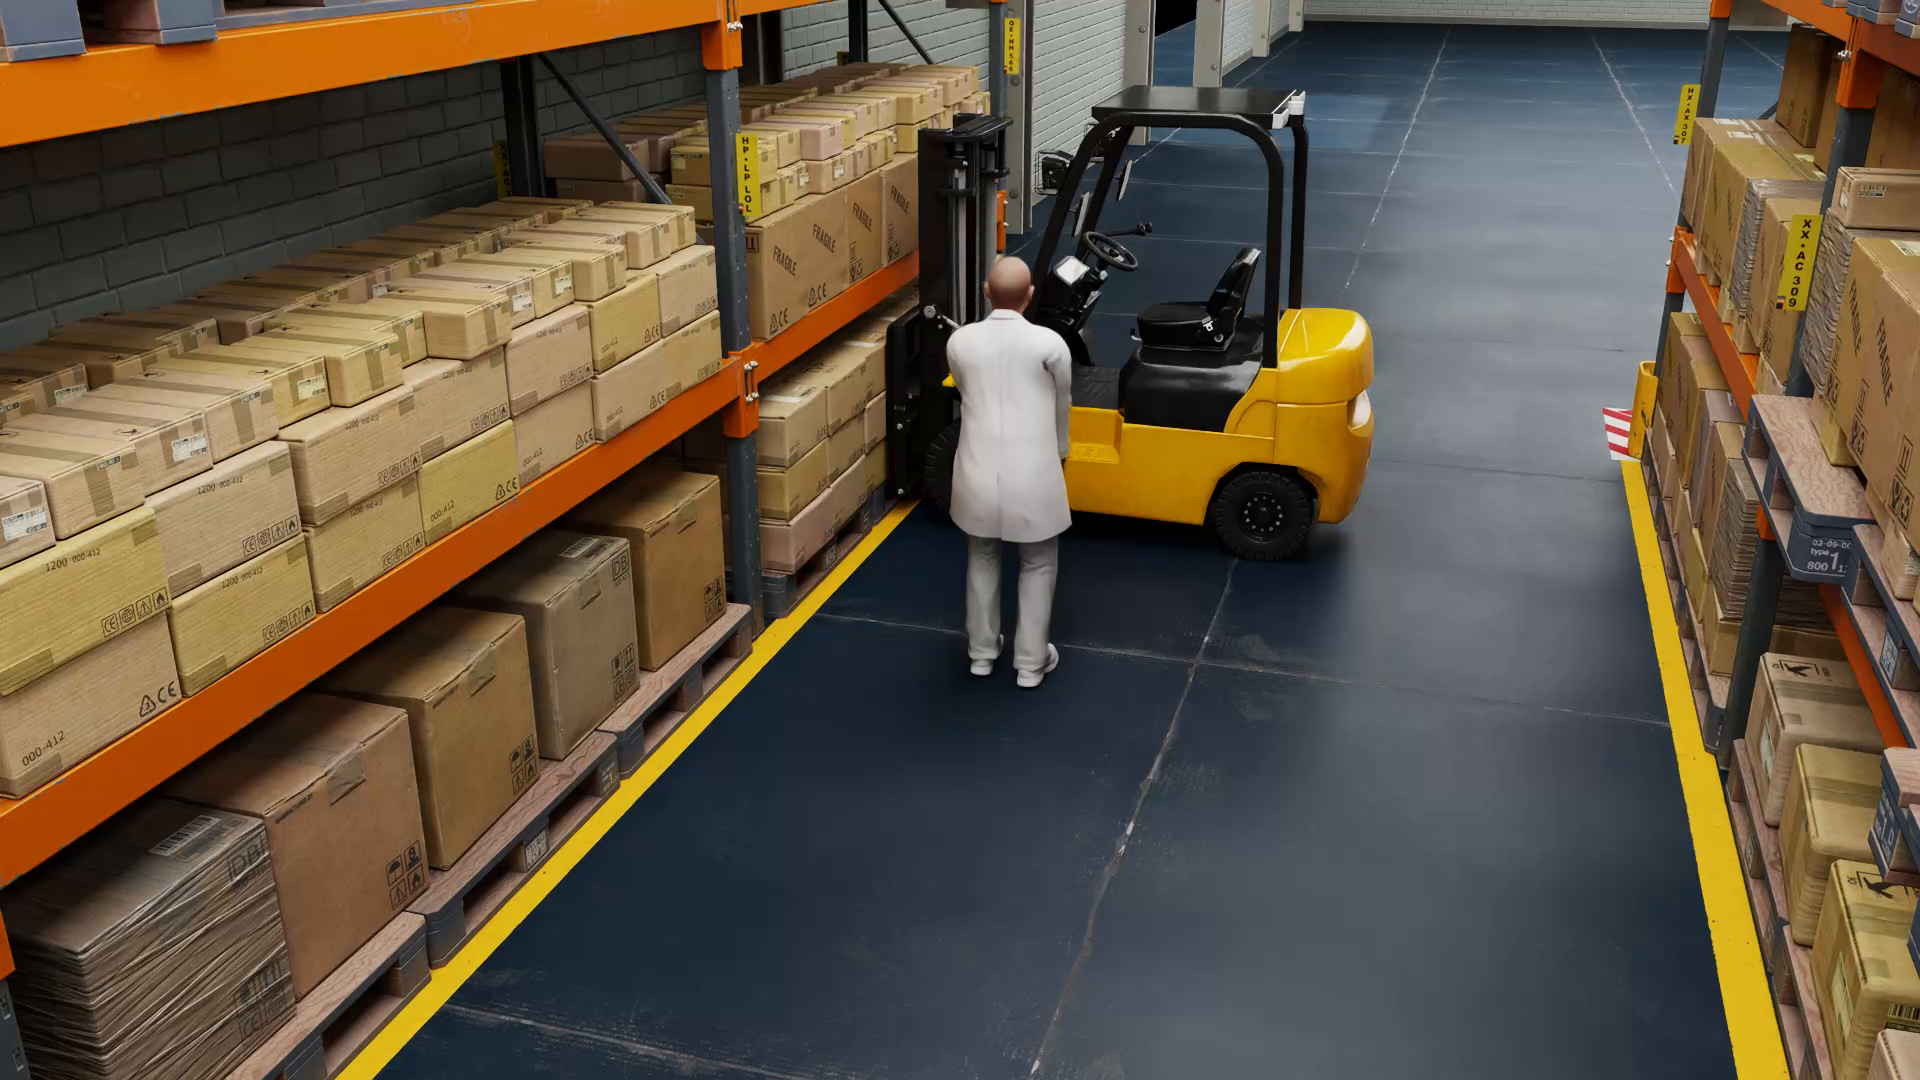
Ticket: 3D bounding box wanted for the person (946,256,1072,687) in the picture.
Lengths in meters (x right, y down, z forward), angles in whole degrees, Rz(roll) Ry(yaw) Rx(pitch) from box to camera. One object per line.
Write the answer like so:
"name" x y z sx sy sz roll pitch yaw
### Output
"person" 0.224 -0.297 6.870 0.531 1.774 0.573 6 22 15
